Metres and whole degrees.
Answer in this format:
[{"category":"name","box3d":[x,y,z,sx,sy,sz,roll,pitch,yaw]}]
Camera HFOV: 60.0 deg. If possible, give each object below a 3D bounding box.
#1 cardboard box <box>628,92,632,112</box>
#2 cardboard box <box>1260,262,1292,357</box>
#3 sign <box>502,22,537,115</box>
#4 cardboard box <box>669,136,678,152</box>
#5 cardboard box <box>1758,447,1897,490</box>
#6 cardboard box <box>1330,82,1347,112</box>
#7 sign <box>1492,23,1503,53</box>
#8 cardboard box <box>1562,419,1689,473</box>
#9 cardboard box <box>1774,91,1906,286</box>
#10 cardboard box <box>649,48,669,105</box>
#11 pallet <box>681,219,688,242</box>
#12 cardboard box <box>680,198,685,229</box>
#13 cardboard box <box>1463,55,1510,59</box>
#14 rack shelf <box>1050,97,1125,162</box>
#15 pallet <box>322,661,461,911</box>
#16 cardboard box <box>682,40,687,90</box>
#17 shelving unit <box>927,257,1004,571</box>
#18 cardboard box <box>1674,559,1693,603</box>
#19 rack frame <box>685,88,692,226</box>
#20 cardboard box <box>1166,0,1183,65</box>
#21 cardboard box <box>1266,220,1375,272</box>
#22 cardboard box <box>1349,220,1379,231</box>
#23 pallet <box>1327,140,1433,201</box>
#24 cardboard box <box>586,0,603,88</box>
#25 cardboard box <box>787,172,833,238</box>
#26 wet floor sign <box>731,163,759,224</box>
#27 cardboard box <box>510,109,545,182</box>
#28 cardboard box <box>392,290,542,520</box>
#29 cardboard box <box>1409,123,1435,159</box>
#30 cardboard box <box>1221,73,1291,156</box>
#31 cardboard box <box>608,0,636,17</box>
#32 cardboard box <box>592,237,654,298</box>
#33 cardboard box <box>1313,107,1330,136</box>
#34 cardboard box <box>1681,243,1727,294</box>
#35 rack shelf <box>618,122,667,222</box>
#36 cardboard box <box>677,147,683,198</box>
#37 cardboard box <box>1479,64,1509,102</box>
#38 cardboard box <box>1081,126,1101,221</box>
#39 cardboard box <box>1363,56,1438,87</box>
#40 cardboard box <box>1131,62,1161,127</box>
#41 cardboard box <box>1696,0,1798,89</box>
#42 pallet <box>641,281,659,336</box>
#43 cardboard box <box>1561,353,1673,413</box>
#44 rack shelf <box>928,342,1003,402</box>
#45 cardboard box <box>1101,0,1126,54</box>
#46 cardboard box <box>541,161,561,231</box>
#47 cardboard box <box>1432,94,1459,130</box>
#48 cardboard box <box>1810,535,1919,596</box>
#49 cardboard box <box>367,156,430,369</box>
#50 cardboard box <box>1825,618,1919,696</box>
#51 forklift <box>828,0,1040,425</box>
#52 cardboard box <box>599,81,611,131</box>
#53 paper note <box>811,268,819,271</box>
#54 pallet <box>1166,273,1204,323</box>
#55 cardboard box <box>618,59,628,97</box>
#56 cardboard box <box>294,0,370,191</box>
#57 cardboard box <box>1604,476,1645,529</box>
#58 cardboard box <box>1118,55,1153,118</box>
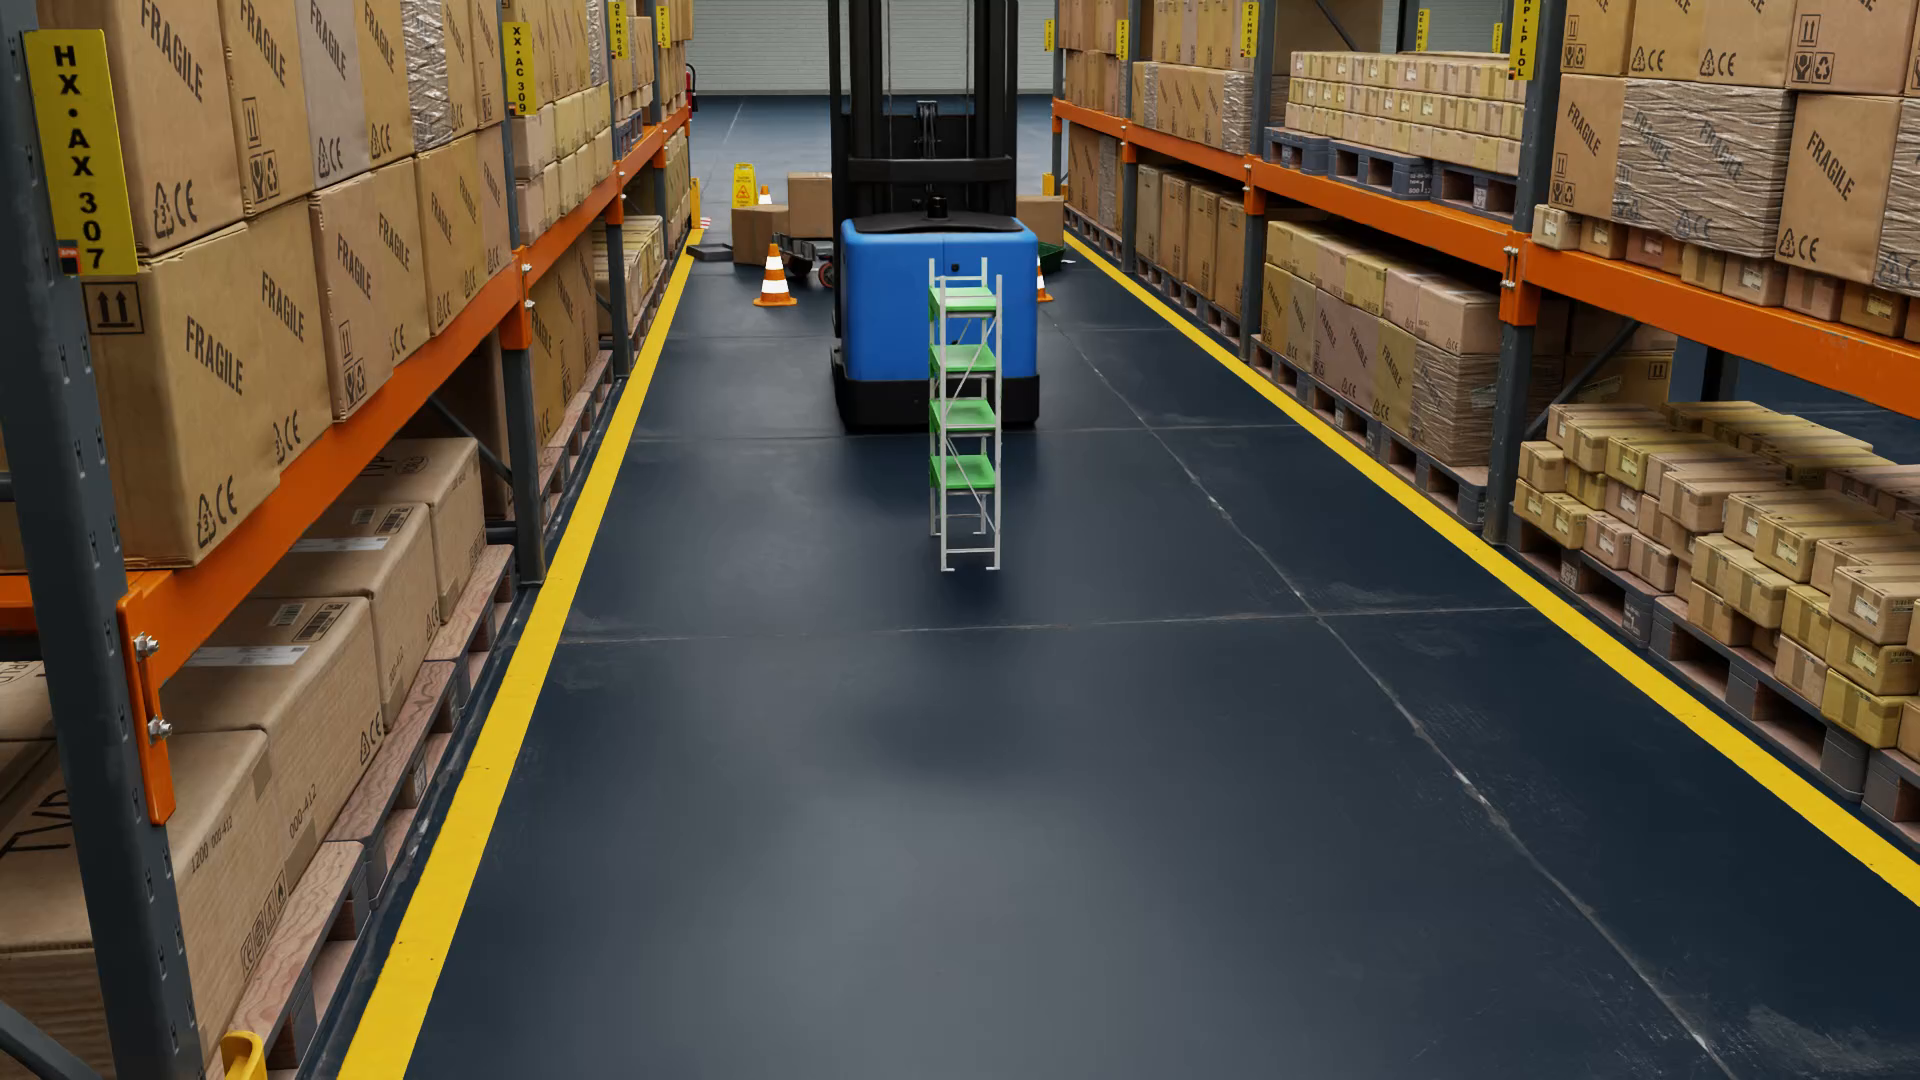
[{"category":"cardboard box","box3d":[-2.536,-3.106,11.782,0.380,0.149,0.250,-1,17,-4]},{"category":"cardboard box","box3d":[2.163,-1.412,10.140,0.500,0.500,0.500,-3,18,-8]},{"category":"sign","box3d":[-1.605,-1.717,6.061,0.100,0.325,0.005,-2,18,-6]},{"category":"cardboard box","box3d":[-2.813,-3.644,15.332,0.380,0.149,0.250,-1,17,-2]},{"category":"cardboard box","box3d":[3.100,-0.229,5.964,0.380,0.149,0.250,-1,17,-4]},{"category":"cardboard box","box3d":[2.281,-2.460,9.228,0.380,0.149,0.250,-2,18,-5]},{"category":"sign","box3d":[5.923,-5.526,18.326,0.100,0.325,0.005,-2,18,-6]},{"category":"cardboard box","box3d":[2.556,-0.363,6.390,0.380,0.149,0.250,-1,17,-3]},{"category":"cardboard box","box3d":[2.716,-1.009,4.719,0.500,0.500,0.500,-1,17,-3]},{"category":"cardboard box","box3d":[-2.750,-3.961,14.124,0.500,0.500,0.500,-2,18,-6]},{"category":"pallet","box3d":[-3.338,-3.228,17.105,1.003,0.211,1.213,-2,18,-6]},{"category":"cardboard box","box3d":[-2.938,-3.169,16.154,0.500,0.250,0.500,-2,18,-8]},{"category":"cardboard box","box3d":[2.952,-2.551,9.021,0.380,0.149,0.250,-2,18,-6]},{"category":"rack shelf","box3d":[1.725,-4.068,16.327,1.077,0.370,4.000,-2,18,-6]},{"category":"pallet","box3d":[-2.027,0.675,4.674,1.003,0.211,1.213,-2,18,-6]},{"category":"cardboard box","box3d":[-3.064,-4.860,16.987,0.500,0.500,0.500,-2,18,-7]},{"category":"shelving unit","box3d":[0.017,-0.523,6.840,0.258,1.200,0.503,-2,18,-6]},{"category":"cardboard box","box3d":[2.718,0.152,5.745,0.380,0.149,0.250,-3,18,-8]},{"category":"rack frame","box3d":[-3.394,-4.824,17.534,1.000,3.000,0.127,-2,18,-6]},{"category":"cardboard box","box3d":[2.044,-4.039,13.198,0.700,0.500,0.500,-2,18,-7]},{"category":"cardboard box","box3d":[2.174,-1.776,10.046,0.500,0.250,0.500,-3,18,-8]},{"category":"cardboard box","box3d":[2.675,-1.793,10.101,0.500,0.250,0.500,-2,18,-7]},{"category":"pallet","box3d":[2.589,-1.943,8.679,1.003,0.211,1.213,-2,18,-6]},{"category":"cardboard box","box3d":[-2.194,-2.667,8.827,0.500,0.500,0.500,-1,17,-5]},{"category":"cardboard box","box3d":[-1.214,-2.865,14.203,0.500,0.500,0.500,-2,18,-6]},{"category":"wet floor sign","box3d":[-2.350,-3.790,18.173,0.267,0.644,0.232,4,18,13]},{"category":"cardboard box","box3d":[-1.921,-1.555,6.539,0.500,0.250,0.500,-2,18,-7]},{"category":"cardboard box","box3d":[-2.300,-0.617,6.982,0.875,0.875,0.875,-1,17,-4]},{"category":"cardboard box","box3d":[2.408,-1.933,8.046,0.380,0.149,0.250,-3,18,-8]},{"category":"cardboard box","box3d":[2.031,-2.797,10.911,0.500,0.500,0.500,-2,18,-6]},{"category":"cardboard box","box3d":[-2.574,-3.915,12.192,0.380,0.149,0.250,-3,18,-8]},{"category":"cardboard box","box3d":[-2.774,-2.001,12.230,0.950,0.372,0.625,-1,17,-4]},{"category":"cardboard box","box3d":[2.245,-2.404,9.545,0.380,0.149,0.250,-1,17,-3]},{"category":"cardboard box","box3d":[2.624,-0.906,5.476,0.380,0.149,0.250,-1,17,-5]},{"category":"rack shelf","box3d":[-2.775,-2.693,11.948,1.077,0.370,4.000,-2,18,-6]},{"category":"cardboard box","box3d":[-2.950,-3.533,16.062,0.500,0.500,0.500,-2,18,-7]},{"category":"cardboard box","box3d":[2.493,-1.990,7.232,0.380,0.149,0.250,-2,18,-7]},{"category":"cardboard box","box3d":[1.747,-3.731,16.901,0.875,0.875,0.875,-2,18,-7]},{"category":"cardboard box","box3d":[2.336,-2.452,8.706,0.380,0.149,0.250,-1,17,-4]},{"category":"cardboard box","box3d":[1.718,-3.698,13.781,0.500,0.500,0.500,-2,17,-5]},{"category":"cardboard box","box3d":[2.651,-1.651,5.096,0.500,0.500,0.500,-1,17,-5]},{"category":"pallet","box3d":[-2.771,-1.705,12.257,1.003,0.211,1.213,-2,18,-6]},{"category":"cardboard box","box3d":[2.944,-0.668,7.768,0.500,0.500,0.500,-1,17,-3]},{"category":"rack shelf","box3d":[0.017,-0.691,6.788,0.258,0.148,0.480,-2,18,-6]},{"category":"cardboard box","box3d":[1.755,-4.673,15.001,0.875,0.550,0.550,-2,18,-6]},{"category":"cardboard box","box3d":[-1.994,-1.470,7.103,0.500,0.250,0.500,-2,18,-7]},{"category":"cardboard box","box3d":[2.436,-2.000,7.762,0.380,0.149,0.250,-2,18,-7]},{"category":"cardboard box","box3d":[2.777,0.097,4.926,0.380,0.149,0.250,-2,18,-7]},{"category":"cardboard box","box3d":[-1.691,-0.707,4.255,0.500,0.500,0.500,-1,17,-4]},{"category":"cardboard box","box3d":[2.709,0.321,4.709,0.380,0.149,0.250,-2,17,-5]},{"category":"forklift","box3d":[-0.236,-2.408,9.954,1.130,2.935,3.031,-2,18,-6]},{"category":"cardboard box","box3d":[-2.266,-2.471,9.455,0.500,0.250,0.500,-2,18,-6]},{"category":"paper note","box3d":[-1.339,-2.426,14.854,0.148,0.019,0.142,-2,18,-6]},{"category":"pallet","box3d":[2.215,-1.893,12.854,1.003,0.211,1.213,-2,18,-6]},{"category":"cardboard box","box3d":[-2.446,-3.127,10.764,0.500,0.500,0.500,-1,17,-3]},{"category":"cardboard box","box3d":[-1.631,-1.040,3.646,0.500,0.500,0.500,-2,18,-6]},{"category":"cardboard box","box3d":[2.652,-0.152,6.214,0.380,0.149,0.250,-2,18,-6]},{"category":"cardboard box","box3d":[1.882,-3.996,14.648,0.875,0.550,0.550,-2,18,-6]}]
